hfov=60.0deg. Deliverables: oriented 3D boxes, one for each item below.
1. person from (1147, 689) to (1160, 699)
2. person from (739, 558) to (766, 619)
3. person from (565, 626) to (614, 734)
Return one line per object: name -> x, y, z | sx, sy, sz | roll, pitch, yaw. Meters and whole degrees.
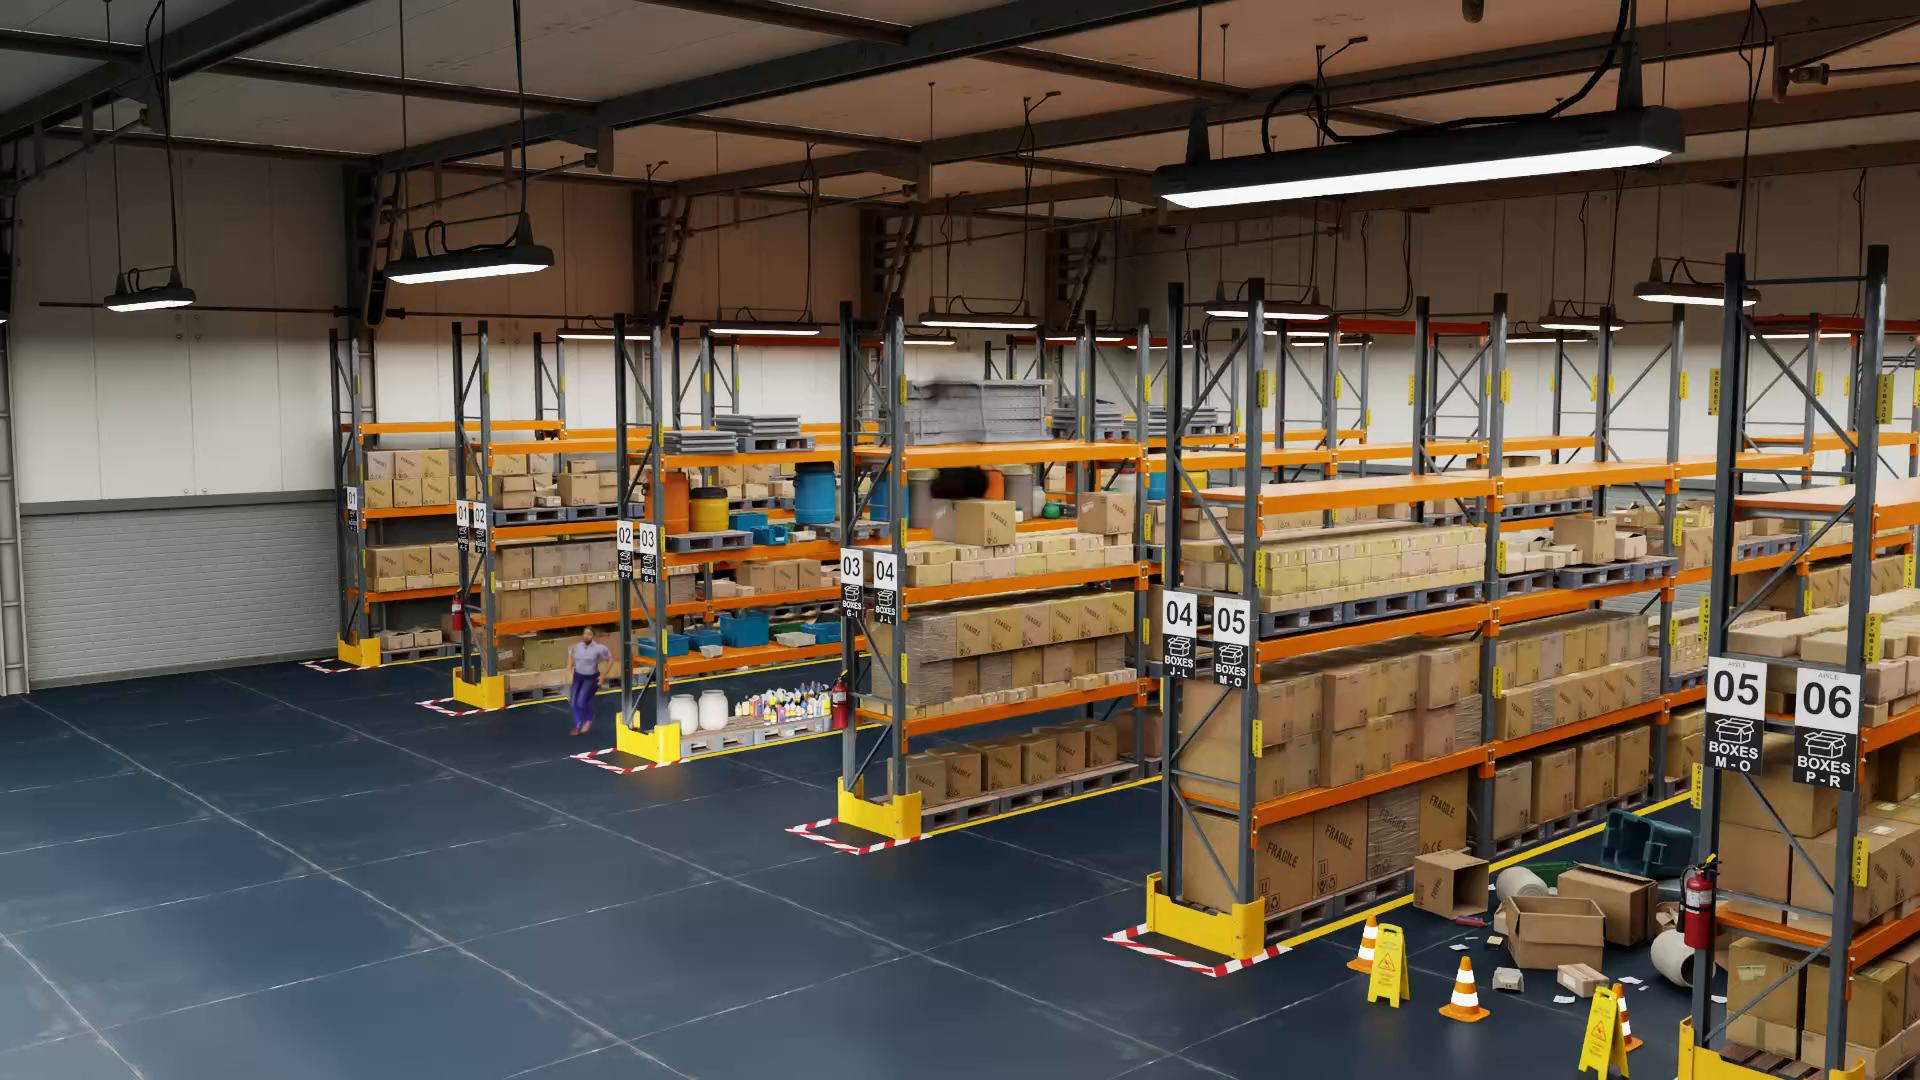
person -> 3.188, 1.703, 26.704 | 0.599, 1.684, 0.660 | -6, 8, -45
person -> -3.936, 1.134, 32.011 | 0.702, 1.770, 0.962 | 5, 7, 40
person -> -5.355, 2.025, 23.821 | 0.662, 1.592, 0.550 | 2, 6, 21
